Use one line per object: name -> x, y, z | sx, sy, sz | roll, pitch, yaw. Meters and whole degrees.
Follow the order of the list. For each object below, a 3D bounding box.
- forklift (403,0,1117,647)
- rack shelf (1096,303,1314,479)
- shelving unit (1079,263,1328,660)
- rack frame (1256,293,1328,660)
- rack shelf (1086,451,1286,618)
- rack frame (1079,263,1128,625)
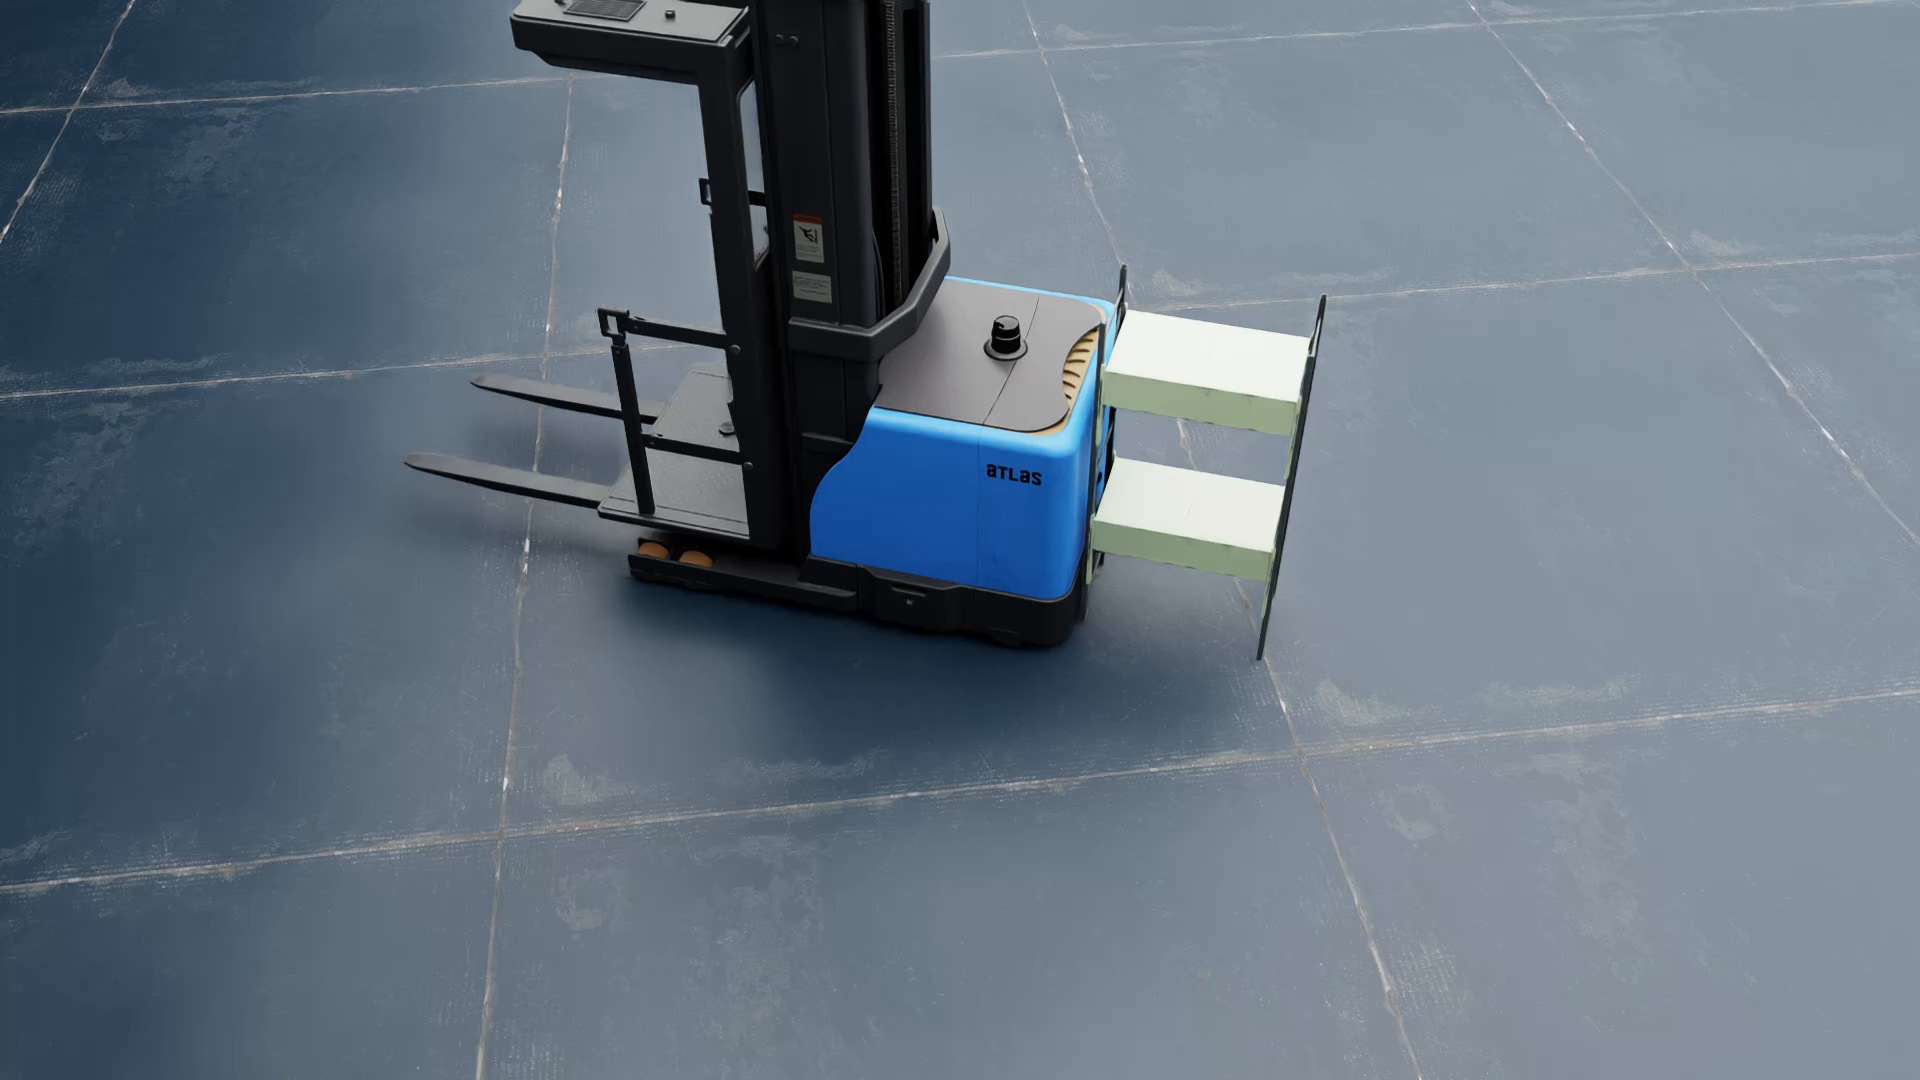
forklift -> -0.898, -1.208, 6.401 | 3.031, 2.935, 1.130 | 11, 43, 11
rack shelf -> 0.908, -0.558, 6.167 | 0.720, 0.370, 0.431 | 11, 43, 12
shelving unit -> 0.908, -0.269, 6.428 | 0.755, 1.500, 0.431 | 11, 43, 12
rack frame -> 1.261, -0.202, 6.354 | 0.023, 1.500, 0.400 | 11, 43, 12
rack shelf -> 0.908, -0.026, 6.646 | 0.720, 0.370, 0.431 | 11, 43, 12
rack frame -> 0.556, -0.335, 6.502 | 0.023, 1.500, 0.400 | 11, 43, 12
